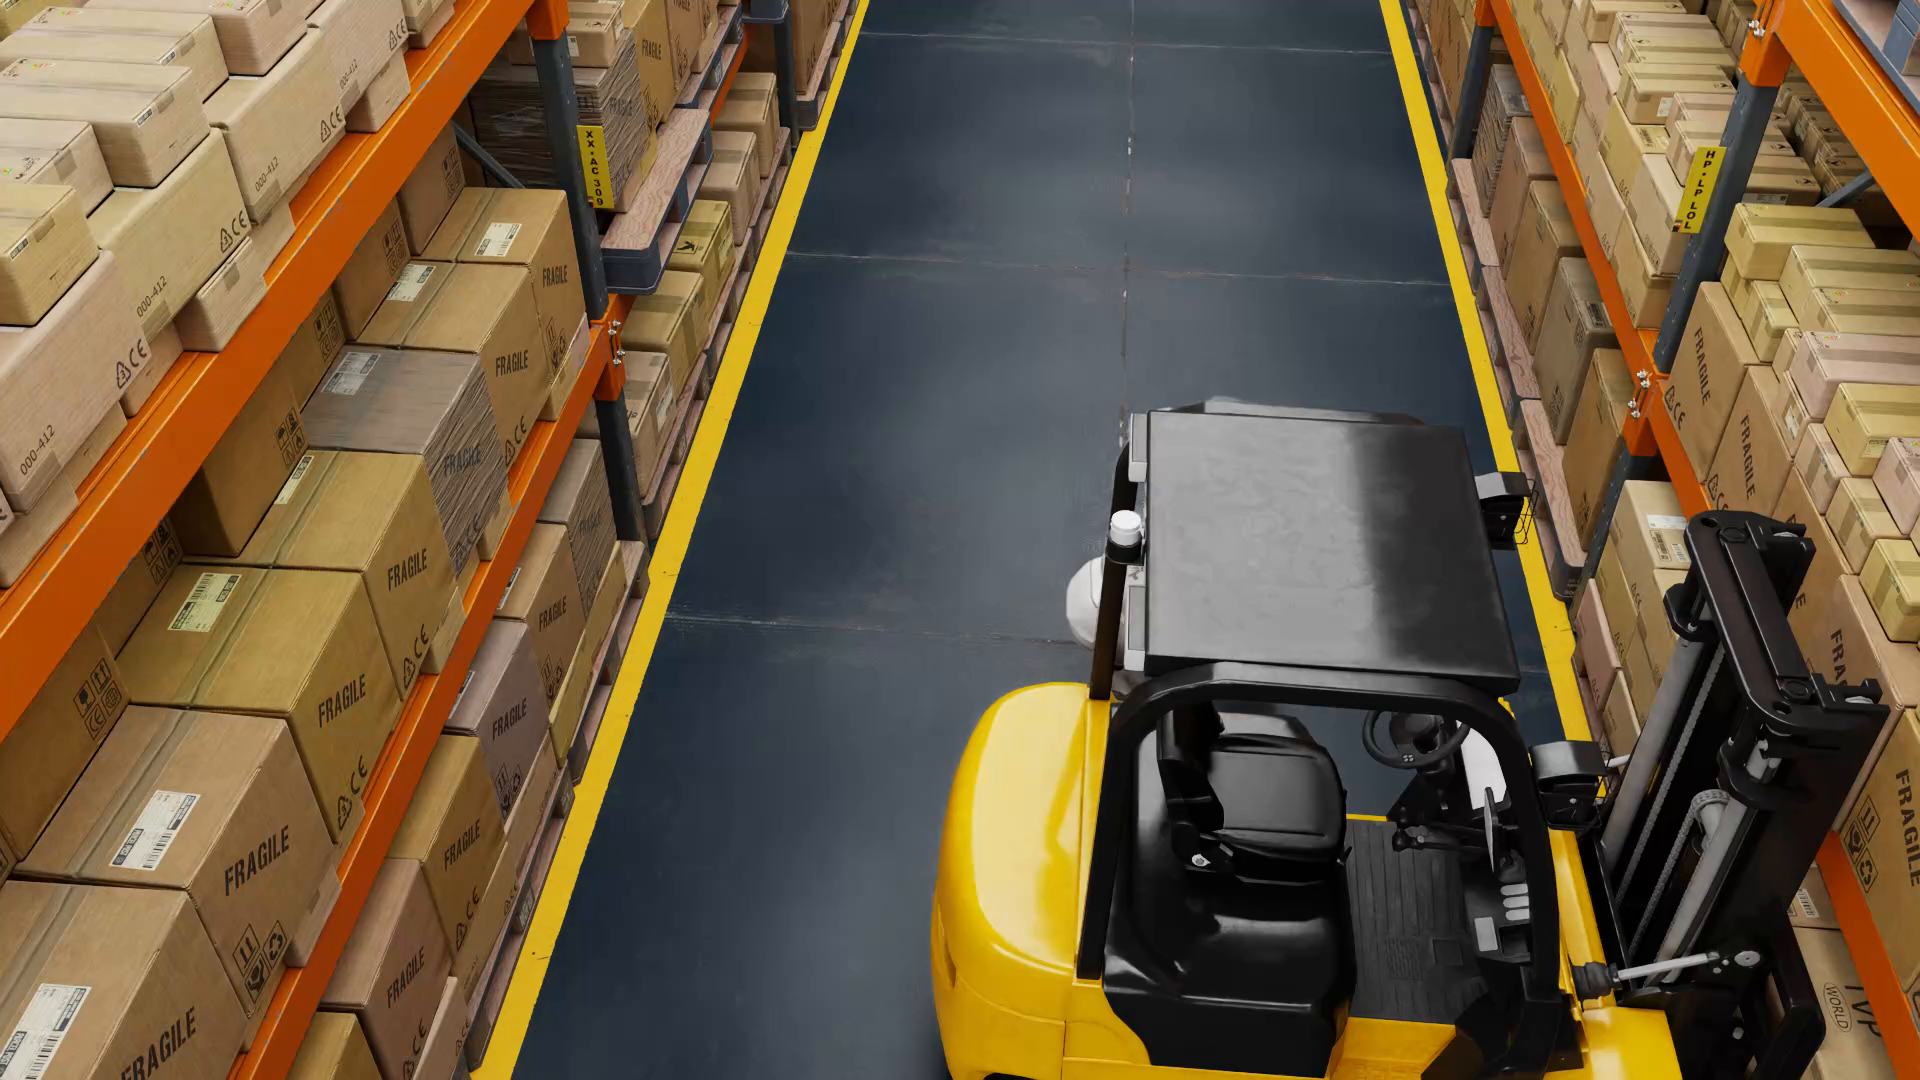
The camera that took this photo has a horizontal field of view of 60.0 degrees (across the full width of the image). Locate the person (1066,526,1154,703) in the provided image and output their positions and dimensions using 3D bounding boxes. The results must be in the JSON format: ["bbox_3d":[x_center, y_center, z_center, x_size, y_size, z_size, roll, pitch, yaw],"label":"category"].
[{"bbox_3d":[0.825,0.210,6.460,0.815,0.967,0.496,3,40,4],"label":"person"}]
